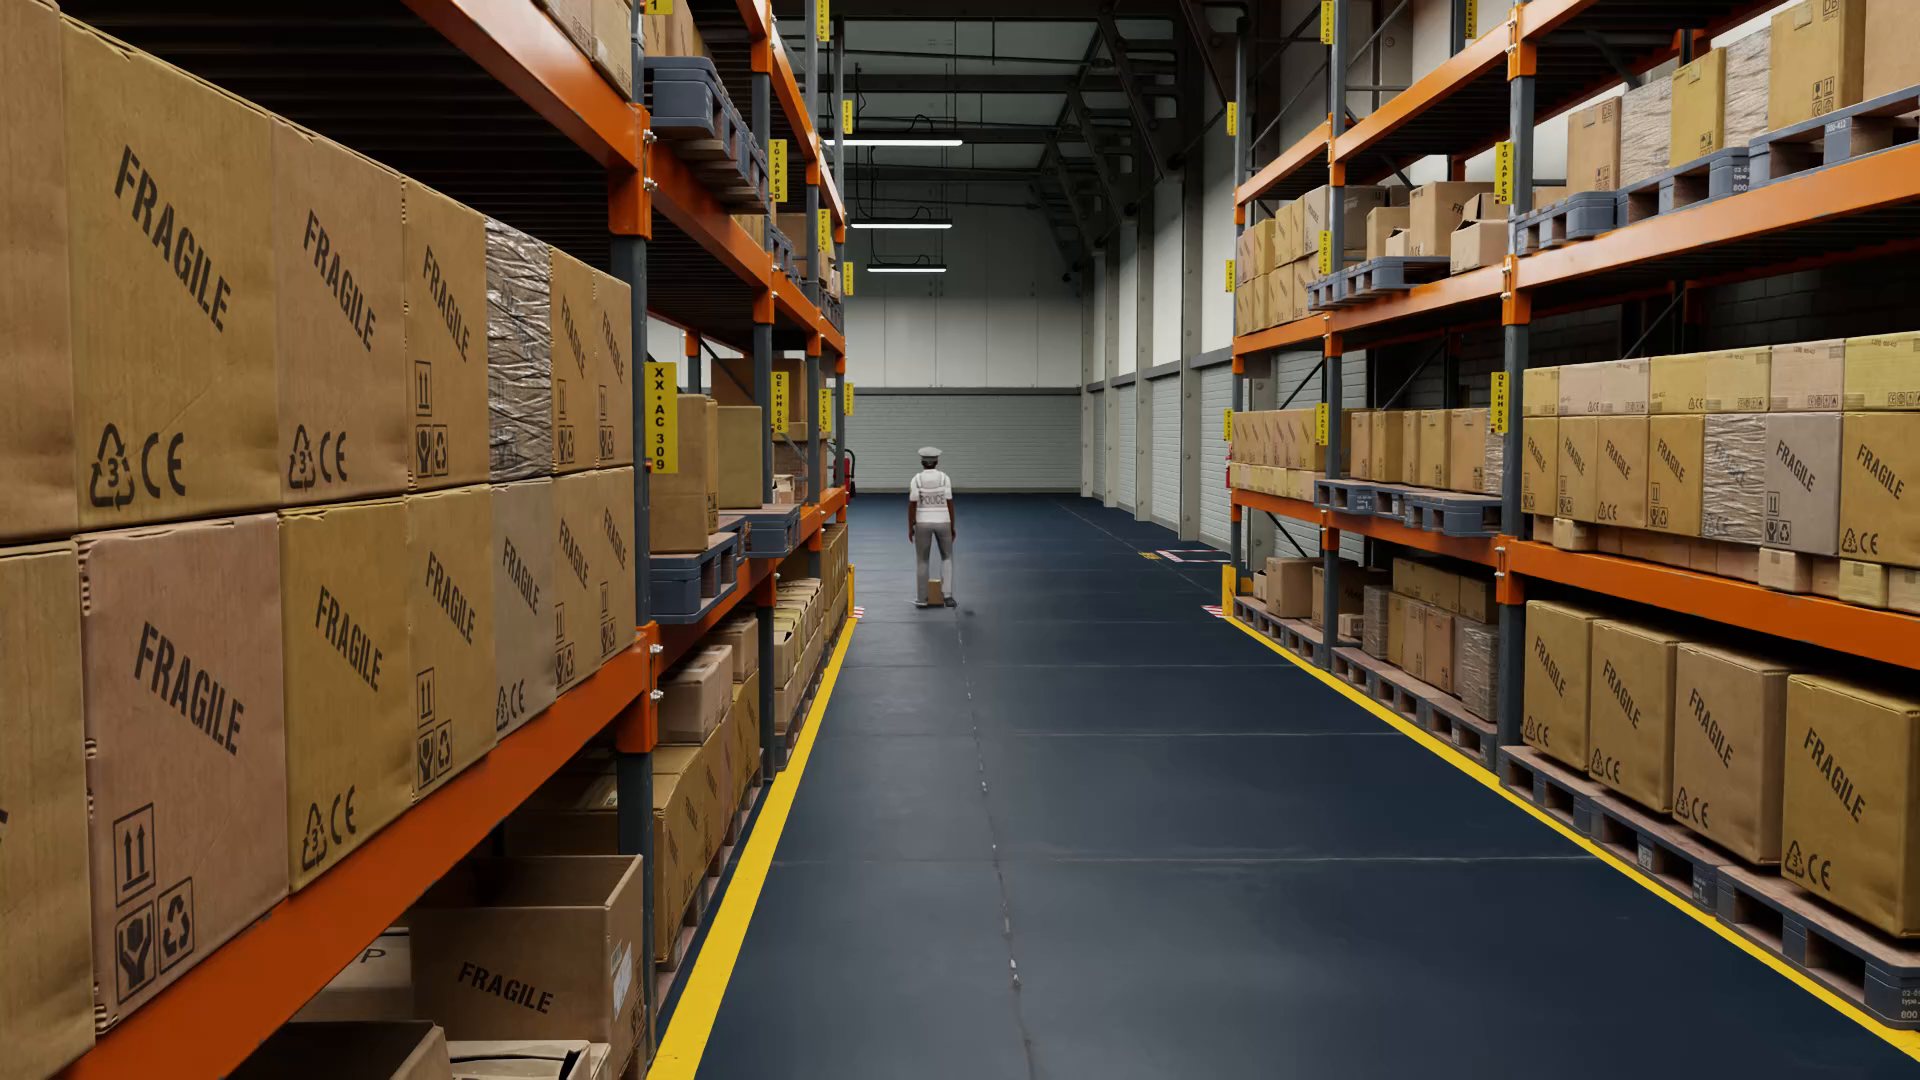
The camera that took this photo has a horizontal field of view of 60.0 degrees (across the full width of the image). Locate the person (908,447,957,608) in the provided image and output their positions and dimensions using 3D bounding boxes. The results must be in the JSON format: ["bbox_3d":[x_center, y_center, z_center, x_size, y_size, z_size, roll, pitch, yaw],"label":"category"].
[{"bbox_3d":[-0.293,-0.130,17.561,0.513,1.711,0.454,0,4,-7],"label":"person"}]
